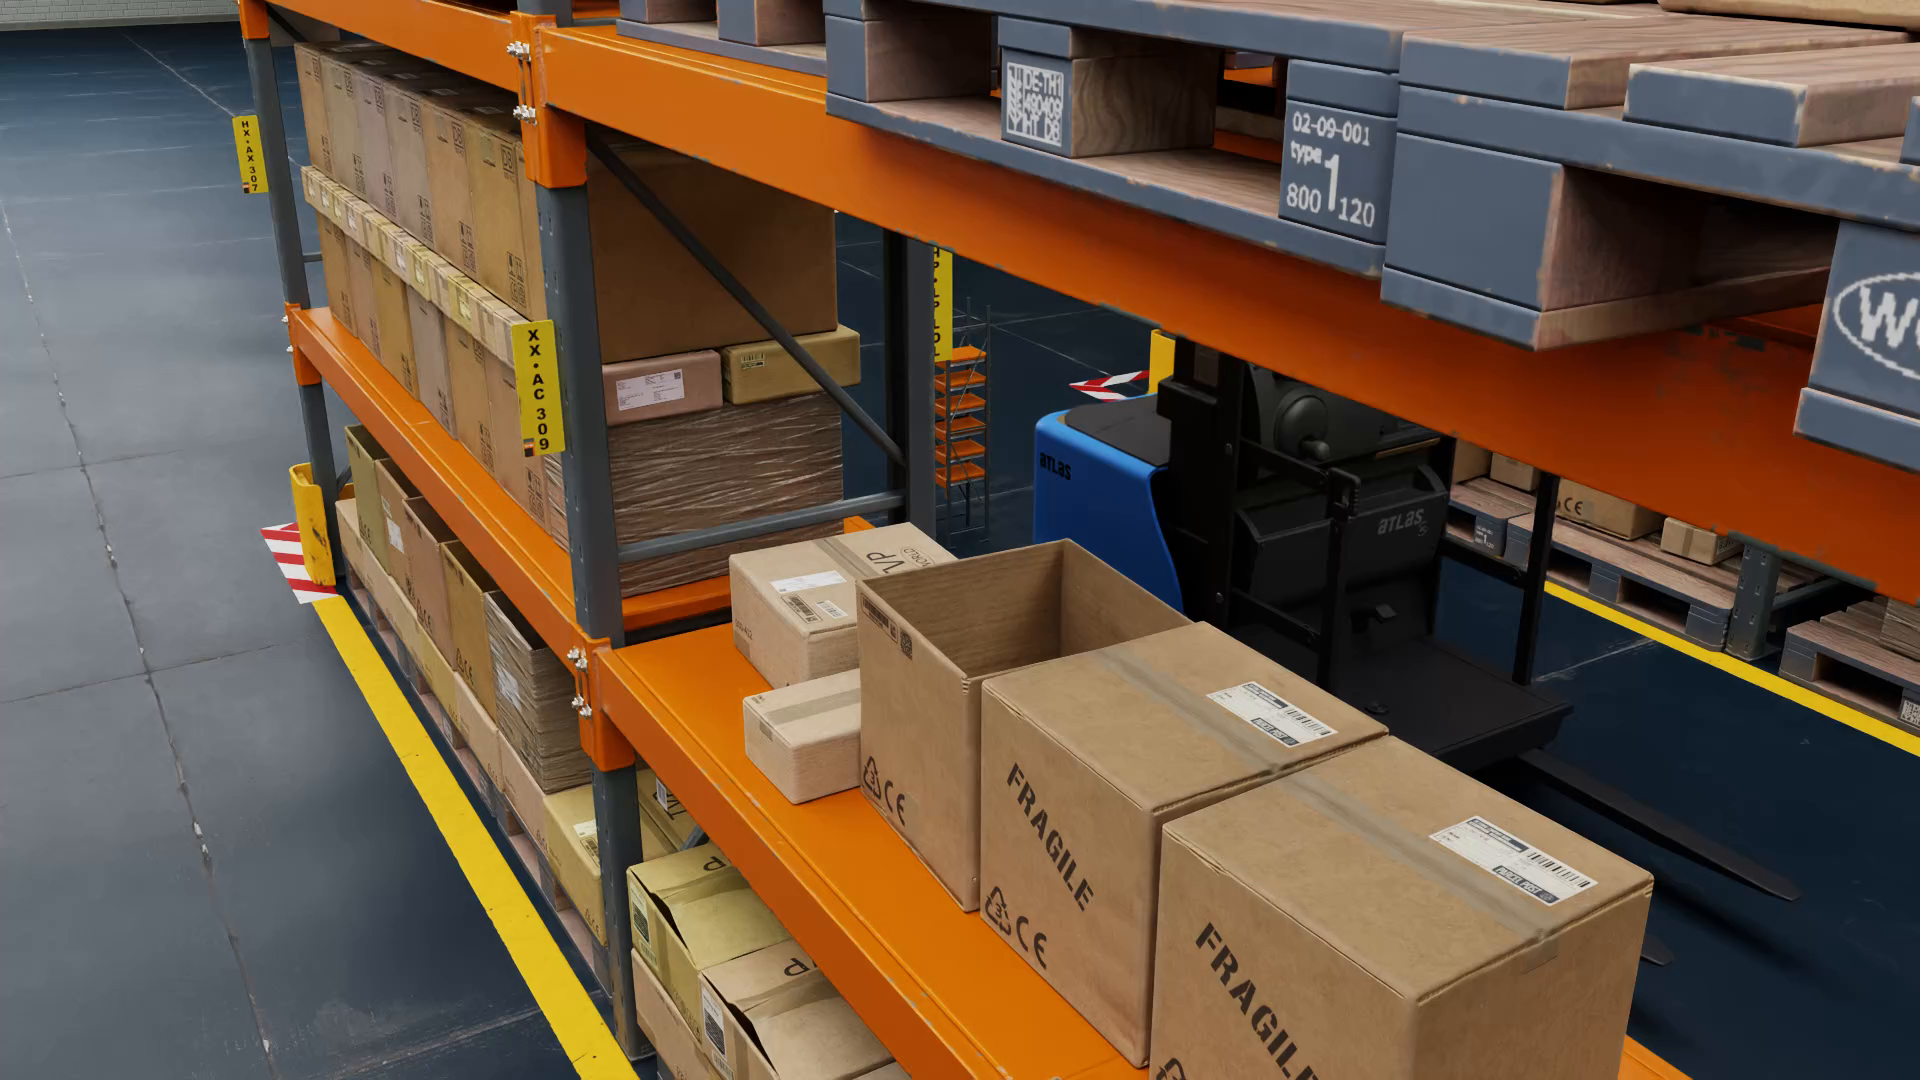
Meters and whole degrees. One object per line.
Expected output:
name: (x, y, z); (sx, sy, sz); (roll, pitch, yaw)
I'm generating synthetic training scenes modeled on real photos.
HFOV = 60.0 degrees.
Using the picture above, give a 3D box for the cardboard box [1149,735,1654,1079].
cardboard box: (0.646, 0.680, 2.522); (0.500, 0.500, 0.500); (-14, 26, -31)

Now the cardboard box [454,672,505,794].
cardboard box: (-1.466, 0.620, 5.896); (0.500, 0.250, 0.500); (-13, 25, -28)

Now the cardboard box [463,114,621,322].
cardboard box: (-1.018, -0.981, 4.887); (0.700, 0.500, 0.500); (-13, 25, -28)

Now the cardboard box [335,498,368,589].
cardboard box: (-2.487, -0.027, 7.489); (0.500, 0.250, 0.500); (-13, 25, -28)

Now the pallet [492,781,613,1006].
pallet: (-0.897, 0.998, 5.576); (1.003, 0.211, 1.213); (-13, 25, -28)

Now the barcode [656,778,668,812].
barcode: (-0.754, 0.644, 4.204); (0.001, 0.075, 0.075); (-13, 25, -28)

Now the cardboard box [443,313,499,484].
cardboard box: (-1.286, -0.550, 5.547); (0.700, 0.500, 0.500); (-12, 25, -27)

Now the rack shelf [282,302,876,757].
rack shelf: (-1.548, -0.342, 6.126); (1.077, 0.370, 4.000); (-13, 25, -28)

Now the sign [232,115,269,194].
sign: (-3.050, -1.656, 7.147); (0.100, 0.325, 0.005); (-13, 25, -28)

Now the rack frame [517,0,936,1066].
rack frame: (-0.526, -0.028, 4.397); (1.000, 3.000, 0.127); (-13, 25, -28)

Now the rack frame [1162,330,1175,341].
rack frame: (1.687, -2.277, 9.930); (1.000, 3.000, 0.127); (-13, 25, -28)

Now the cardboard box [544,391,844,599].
cardboard box: (-0.759, -0.217, 4.729); (0.700, 0.500, 0.500); (-13, 26, -30)

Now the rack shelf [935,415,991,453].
rack shelf: (-0.007, -0.519, 8.114); (0.258, 0.103, 0.180); (-13, 25, -28)

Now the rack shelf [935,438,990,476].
rack shelf: (-0.007, -0.408, 8.159); (0.258, 0.103, 0.180); (-13, 25, -28)

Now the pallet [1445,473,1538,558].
pallet: (2.730, -0.296, 8.760); (1.003, 0.211, 1.213); (-13, 25, -28)

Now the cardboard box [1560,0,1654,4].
cardboard box: (0.671, -0.738, 1.801); (0.500, 0.250, 0.500); (-13, 26, -29)

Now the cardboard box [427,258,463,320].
cardboard box: (-1.497, -0.833, 5.384); (0.380, 0.149, 0.250); (-12, 25, -27)

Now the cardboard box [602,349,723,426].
cardboard box: (-0.850, -0.422, 4.372); (0.380, 0.149, 0.250); (-13, 25, -28)

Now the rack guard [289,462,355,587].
rack guard: (-2.582, -0.173, 8.073); (1.175, 0.500, 0.348); (-13, 25, -28)

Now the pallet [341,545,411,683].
pallet: (-2.143, 0.208, 7.519); (1.003, 0.211, 1.213); (-13, 25, -28)

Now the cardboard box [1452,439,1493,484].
cardboard box: (2.586, -0.650, 8.662); (0.700, 0.500, 0.500); (-14, 26, -32)

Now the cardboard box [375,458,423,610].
cardboard box: (-1.963, -0.054, 6.559); (0.500, 0.500, 0.500); (-13, 25, -28)

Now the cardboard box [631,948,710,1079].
cardboard box: (-0.533, 1.229, 4.398); (0.500, 0.250, 0.500); (-13, 26, -29)

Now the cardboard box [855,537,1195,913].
cardboard box: (0.121, 0.348, 3.340); (0.500, 0.500, 0.500); (-11, 24, -24)

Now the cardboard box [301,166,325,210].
cardboard box: (-2.554, -1.501, 7.028); (0.380, 0.149, 0.250); (-13, 25, -29)

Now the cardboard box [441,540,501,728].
cardboard box: (-1.455, 0.270, 5.761); (0.500, 0.500, 0.500); (-13, 25, -28)

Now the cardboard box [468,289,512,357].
cardboard box: (-1.245, -0.671, 4.986); (0.380, 0.149, 0.250); (-13, 25, -28)

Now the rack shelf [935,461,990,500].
rack shelf: (-0.007, -0.297, 8.204); (0.258, 0.103, 0.180); (-13, 25, -28)

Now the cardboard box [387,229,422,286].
cardboard box: (-1.770, -1.004, 5.803); (0.380, 0.149, 0.250); (-12, 25, -28)

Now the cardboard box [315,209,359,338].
cardboard box: (-2.342, -1.216, 7.186); (0.700, 0.500, 0.500); (-13, 25, -28)

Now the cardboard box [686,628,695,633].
cardboard box: (-0.756, 0.333, 5.607); (0.500, 0.500, 0.500); (-13, 25, -28)

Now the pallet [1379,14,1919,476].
pallet: (1.093, -0.238, 1.181); (1.213, 0.211, 1.003); (-11, 25, -26)

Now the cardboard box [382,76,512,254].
cardboard box: (-1.528, -1.305, 5.684); (0.700, 0.500, 0.500); (-13, 25, -28)

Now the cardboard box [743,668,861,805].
cardboard box: (-0.250, 0.414, 3.642); (0.380, 0.149, 0.250); (-13, 25, -28)

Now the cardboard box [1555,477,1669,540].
cardboard box: (3.166, -0.356, 7.940); (0.500, 0.500, 0.500); (-15, 26, -32)

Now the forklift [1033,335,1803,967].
forklift: (1.488, -0.489, 5.623); (1.130, 2.935, 3.031); (-13, 26, -29)

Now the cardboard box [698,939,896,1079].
cardboard box: (-0.278, 1.136, 3.882); (0.500, 0.311, 0.500); (-13, 25, -29)

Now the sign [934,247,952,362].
sign: (-0.065, -0.635, 4.459); (0.100, 0.325, 0.005); (-13, 25, -28)

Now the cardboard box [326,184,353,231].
cardboard box: (-2.291, -1.336, 6.619); (0.380, 0.149, 0.250); (-12, 25, -28)

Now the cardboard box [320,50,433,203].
cardboard box: (-2.042, -1.631, 6.484); (0.700, 0.500, 0.500); (-13, 26, -30)

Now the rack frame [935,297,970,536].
rack frame: (-0.054, -0.590, 8.170); (0.240, 1.200, 0.006); (-13, 25, -28)

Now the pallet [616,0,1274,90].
pallet: (-0.065, -1.046, 3.172); (0.805, 0.209, 1.217); (-14, 26, -30)

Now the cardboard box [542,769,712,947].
cardboard box: (-0.951, 0.943, 5.102); (0.500, 0.250, 0.500); (-13, 25, -28)

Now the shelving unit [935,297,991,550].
shelving unit: (-0.007, -0.561, 8.097); (0.258, 1.200, 0.189); (-13, 25, -28)

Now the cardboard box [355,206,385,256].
cardboard box: (-2.026, -1.168, 6.206); (0.380, 0.149, 0.250); (-14, 26, -30)

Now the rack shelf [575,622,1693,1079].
rack shelf: (0.495, 0.952, 2.940); (1.077, 0.370, 4.000); (-13, 25, -28)

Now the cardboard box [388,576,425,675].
cardboard box: (-1.973, 0.296, 6.694); (0.500, 0.250, 0.500); (-13, 25, -28)

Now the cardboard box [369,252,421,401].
cardboard box: (-1.821, -0.885, 6.372); (0.700, 0.500, 0.500); (-12, 25, -28)
